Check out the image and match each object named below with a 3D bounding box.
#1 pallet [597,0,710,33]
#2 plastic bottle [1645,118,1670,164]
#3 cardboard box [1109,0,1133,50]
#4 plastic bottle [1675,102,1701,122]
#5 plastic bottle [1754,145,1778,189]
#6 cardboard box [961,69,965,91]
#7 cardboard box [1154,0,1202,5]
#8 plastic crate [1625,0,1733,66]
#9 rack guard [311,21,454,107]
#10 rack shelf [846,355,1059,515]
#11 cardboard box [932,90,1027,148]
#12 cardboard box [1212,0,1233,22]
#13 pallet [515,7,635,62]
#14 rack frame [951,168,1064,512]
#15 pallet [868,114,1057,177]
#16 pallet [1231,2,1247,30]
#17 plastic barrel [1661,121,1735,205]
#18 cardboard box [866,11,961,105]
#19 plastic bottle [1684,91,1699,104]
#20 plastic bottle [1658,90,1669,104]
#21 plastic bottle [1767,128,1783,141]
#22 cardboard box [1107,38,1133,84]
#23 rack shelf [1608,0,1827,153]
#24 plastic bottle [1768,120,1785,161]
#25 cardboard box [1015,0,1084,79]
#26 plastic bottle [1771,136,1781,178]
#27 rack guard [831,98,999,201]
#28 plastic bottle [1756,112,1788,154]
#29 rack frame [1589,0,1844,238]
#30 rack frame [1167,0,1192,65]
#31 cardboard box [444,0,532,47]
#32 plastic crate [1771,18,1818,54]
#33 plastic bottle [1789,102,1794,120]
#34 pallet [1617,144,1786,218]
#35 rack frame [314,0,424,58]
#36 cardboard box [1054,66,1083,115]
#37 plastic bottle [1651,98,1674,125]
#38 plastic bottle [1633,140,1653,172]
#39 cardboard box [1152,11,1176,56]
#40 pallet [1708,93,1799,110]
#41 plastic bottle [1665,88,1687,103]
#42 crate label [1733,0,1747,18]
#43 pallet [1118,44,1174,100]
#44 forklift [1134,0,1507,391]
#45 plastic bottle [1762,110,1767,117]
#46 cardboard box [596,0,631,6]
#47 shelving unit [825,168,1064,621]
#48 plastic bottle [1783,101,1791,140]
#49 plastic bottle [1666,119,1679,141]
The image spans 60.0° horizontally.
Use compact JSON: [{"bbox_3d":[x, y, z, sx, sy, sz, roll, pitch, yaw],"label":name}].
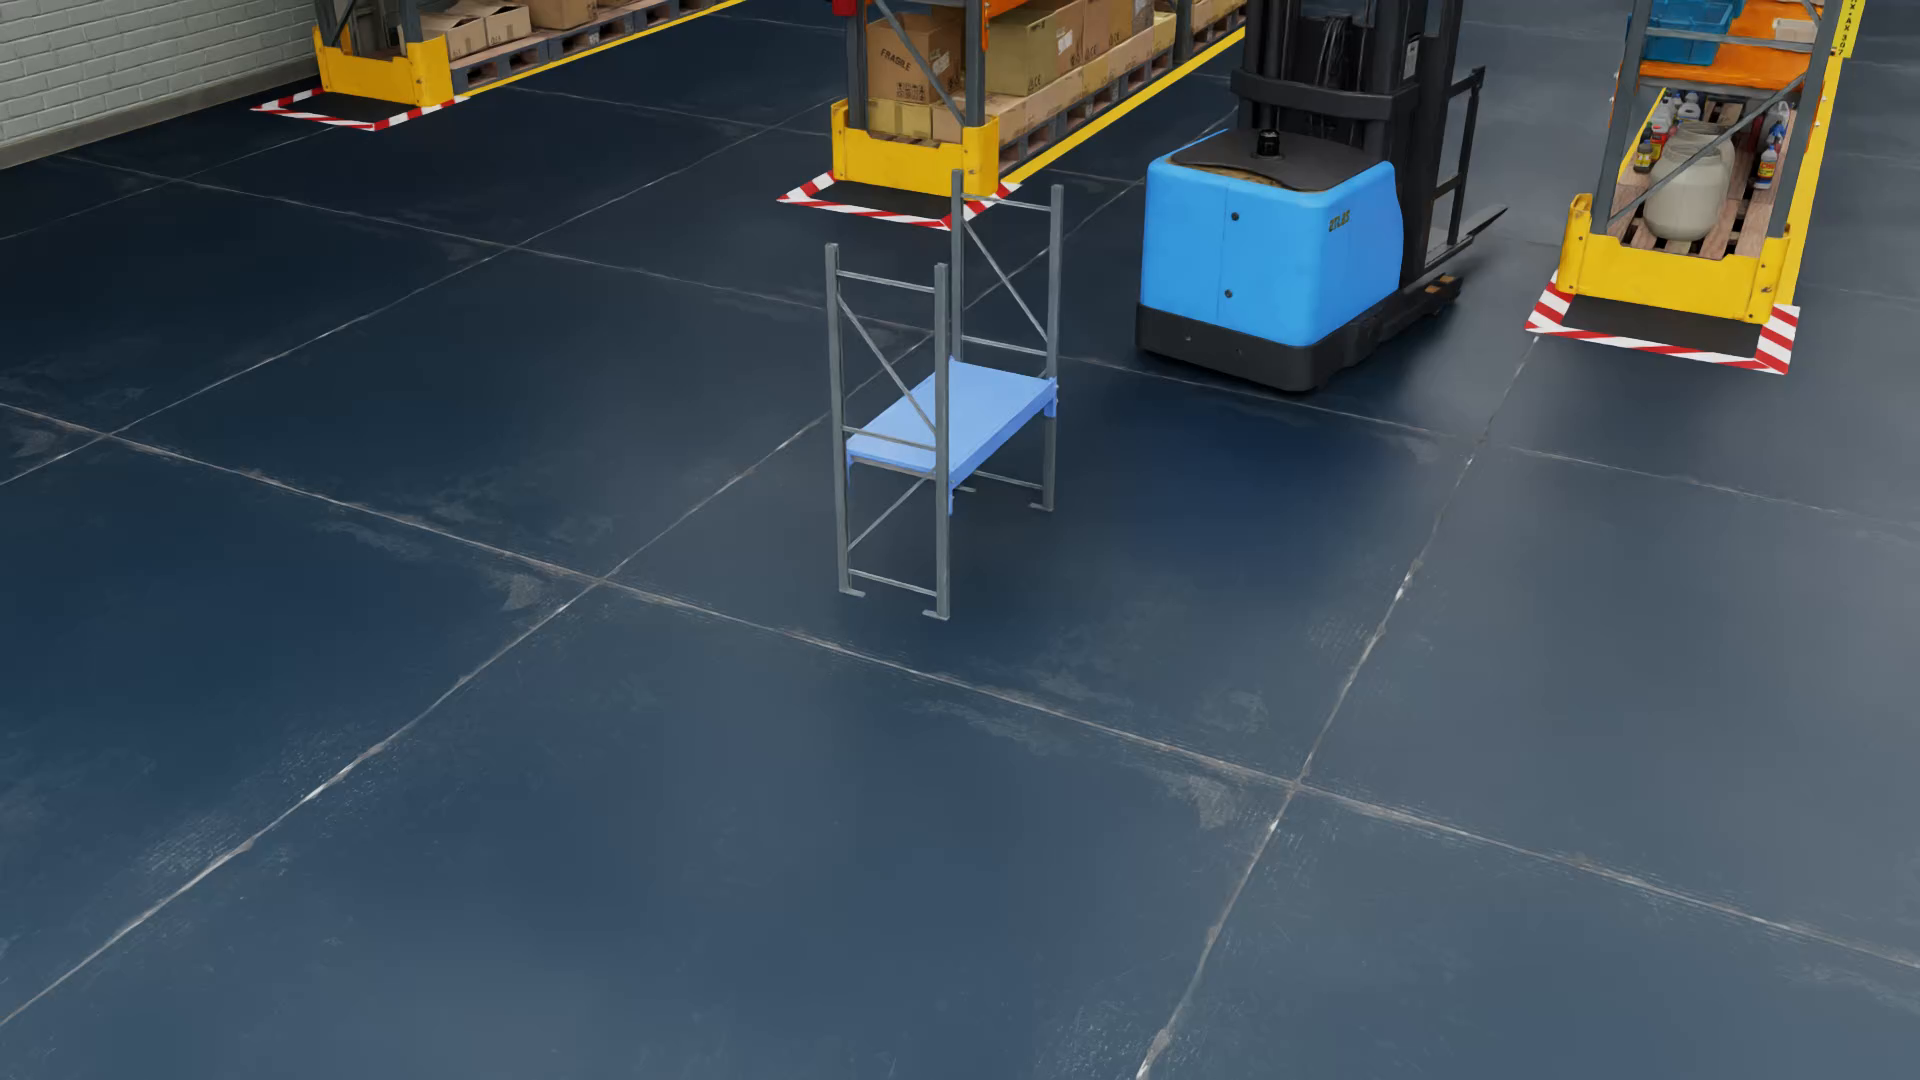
[{"bbox_3d":[-3.167,-5.176,16.051,1.003,0.211,1.213,14,33,23],"label":"pallet"},{"bbox_3d":[4.691,-2.699,11.231,0.152,0.276,0.135,15,33,24],"label":"plastic bottle"},{"bbox_3d":[1.040,-4.187,13.116,0.500,0.500,0.500,14,33,23],"label":"cardboard box"},{"bbox_3d":[5.054,-2.895,11.572,0.152,0.276,0.135,14,33,23],"label":"plastic bottle"},{"bbox_3d":[5.209,-2.411,10.734,0.097,0.271,0.097,0,30,0],"label":"plastic bottle"},{"bbox_3d":[-0.104,-3.314,12.349,0.500,0.250,0.500,14,33,23],"label":"cardboard box"},{"bbox_3d":[1.930,-4.928,14.596,0.500,0.311,0.500,14,33,23],"label":"cardboard box"},{"bbox_3d":[4.067,-2.895,9.429,0.499,0.251,0.616,14,33,23],"label":"plastic crate"},{"bbox_3d":[-4.680,-3.867,13.483,1.175,0.500,0.348,14,33,23],"label":"rack guard"},{"bbox_3d":[-0.039,-0.457,6.900,0.538,0.185,1.000,14,33,23],"label":"rack shelf"},{"bbox_3d":[0.140,-2.973,11.754,0.500,0.250,0.500,14,33,23],"label":"cardboard box"},{"bbox_3d":[2.158,-4.907,15.123,0.500,0.250,0.500,15,33,24],"label":"cardboard box"},{"bbox_3d":[-3.721,-4.633,15.106,1.003,0.211,1.213,14,33,23],"label":"pallet"},{"bbox_3d":[0.193,-0.838,7.203,0.500,1.500,0.032,14,33,23],"label":"rack frame"},{"bbox_3d":[0.008,-2.935,12.149,1.003,0.211,1.213,14,33,23],"label":"pallet"},{"bbox_3d":[2.375,-5.238,16.159,1.003,0.211,1.213,14,33,23],"label":"pallet"},{"bbox_3d":[4.565,-2.305,10.328,0.421,0.512,0.421,0,30,0],"label":"plastic barrel"},{"bbox_3d":[-0.323,-3.416,11.772,0.500,0.500,0.500,14,33,23],"label":"cardboard box"},{"bbox_3d":[5.232,-3.096,11.927,0.097,0.271,0.097,0,30,0],"label":"plastic bottle"},{"bbox_3d":[4.992,-3.045,11.827,0.061,0.283,0.133,16,33,25],"label":"plastic bottle"},{"bbox_3d":[5.410,-2.607,11.076,0.097,0.271,0.097,0,30,0],"label":"plastic bottle"},{"bbox_3d":[1.052,-3.859,13.297,0.500,0.250,0.500,14,33,23],"label":"cardboard box"},{"bbox_3d":[5.016,-3.245,10.611,1.077,0.370,4.000,14,33,23],"label":"rack shelf"},{"bbox_3d":[5.503,-2.697,11.232,0.097,0.271,0.097,0,30,0],"label":"plastic bottle"},{"bbox_3d":[0.582,-3.744,12.345,0.500,0.500,0.500,14,33,23],"label":"cardboard box"},{"bbox_3d":[5.328,-2.512,10.899,0.061,0.283,0.133,15,33,24],"label":"plastic bottle"},{"bbox_3d":[-0.314,-2.701,11.451,1.175,0.500,0.348,14,33,23],"label":"rack guard"},{"bbox_3d":[5.578,-2.803,11.412,0.152,0.276,0.135,15,33,24],"label":"plastic bottle"},{"bbox_3d":[4.105,-2.670,8.888,1.000,3.000,0.127,14,33,23],"label":"rack frame"},{"bbox_3d":[1.519,-5.569,13.935,1.000,3.000,0.127,14,33,23],"label":"rack frame"},{"bbox_3d":[-4.059,-4.482,14.300,0.500,0.311,0.500,17,34,27],"label":"cardboard box"},{"bbox_3d":[4.799,-2.880,9.517,0.298,0.136,0.250,14,33,23],"label":"plastic crate"},{"bbox_3d":[6.002,-3.168,12.041,0.061,0.283,0.133,16,34,26],"label":"plastic bottle"},{"bbox_3d":[5.030,-2.403,11.223,1.003,0.211,1.213,14,33,23],"label":"pallet"},{"bbox_3d":[-4.714,-4.918,12.801,1.000,3.000,0.127,14,33,23],"label":"rack frame"},{"bbox_3d":[0.592,-3.417,12.527,0.500,0.250,0.500,14,33,23],"label":"cardboard box"},{"bbox_3d":[4.826,-2.867,11.449,0.144,0.351,0.185,16,33,25],"label":"plastic bottle"},{"bbox_3d":[4.552,-2.561,11.066,0.097,0.201,0.097,0,30,0],"label":"plastic bottle"},{"bbox_3d":[1.503,-4.303,14.071,0.500,0.250,0.500,14,33,23],"label":"cardboard box"},{"bbox_3d":[6.251,-3.591,13.292,1.003,0.211,1.213,14,33,23],"label":"pallet"},{"bbox_3d":[5.190,-3.222,12.067,0.144,0.351,0.185,15,33,25],"label":"plastic bottle"},{"bbox_3d":[4.703,-3.563,10.407,0.502,0.435,0.616,14,33,23],"label":"crate label"},{"bbox_3d":[1.120,-4.017,14.032,1.003,0.211,1.213,14,33,23],"label":"pallet"},{"bbox_3d":[2.246,-2.691,8.994,1.130,2.935,3.031,21,36,32],"label":"forklift"},{"bbox_3d":[5.553,-2.889,11.555,0.061,0.283,0.133,14,33,23],"label":"plastic bottle"},{"bbox_3d":[-3.329,-5.329,15.585,0.500,0.500,0.500,12,32,20],"label":"cardboard box"},{"bbox_3d":[-0.039,-0.613,6.811,0.538,1.500,1.048,14,33,23],"label":"shelving unit"},{"bbox_3d":[5.766,-2.939,11.641,0.061,0.283,0.133,17,34,27],"label":"plastic bottle"},{"bbox_3d":[4.786,-2.678,11.188,0.061,0.283,0.133,14,33,23],"label":"plastic bottle"}]
